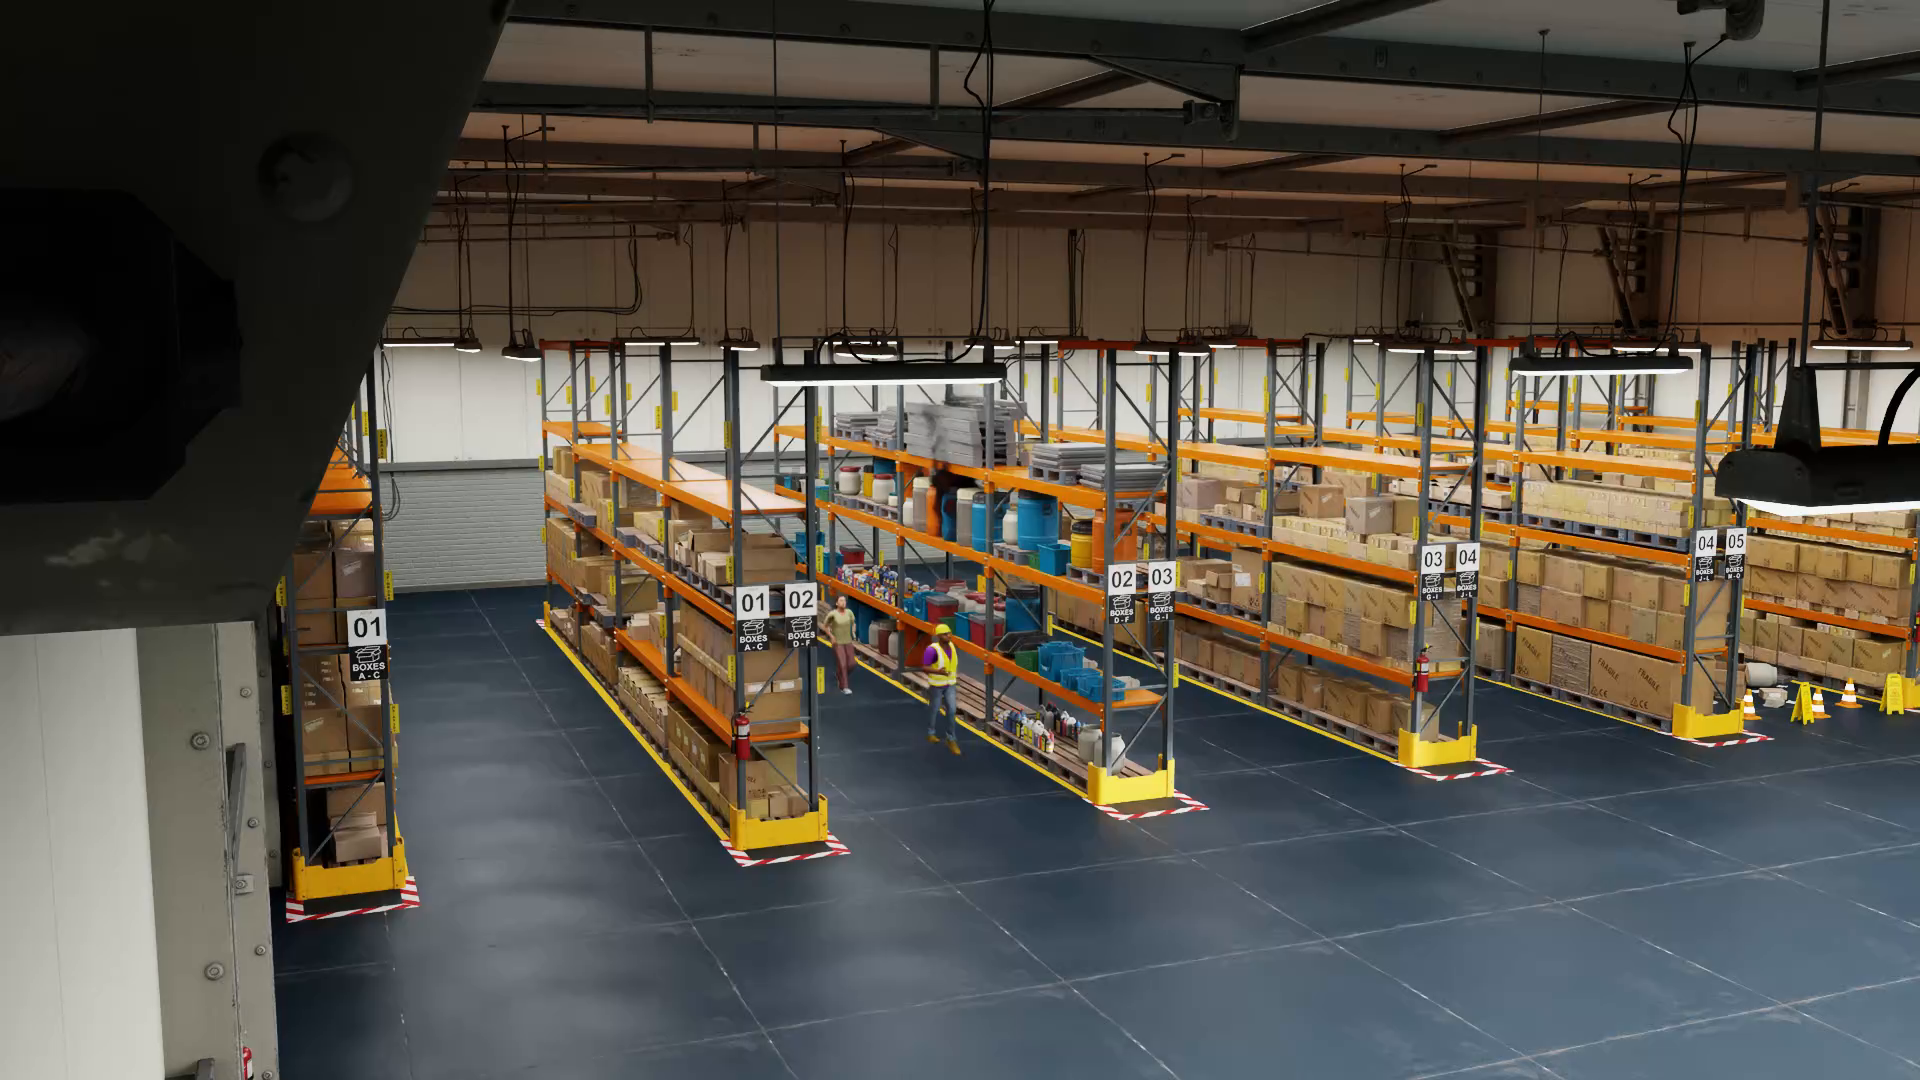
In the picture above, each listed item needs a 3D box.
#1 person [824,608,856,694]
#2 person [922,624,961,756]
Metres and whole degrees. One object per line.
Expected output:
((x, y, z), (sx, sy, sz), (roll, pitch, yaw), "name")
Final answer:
((-1.953, 1.812, 27.267), (0.540, 1.390, 0.542), (-4, 8, -28), "person")
((-0.254, 2.126, 23.705), (0.680, 1.886, 0.743), (-5, 9, -33), "person")
